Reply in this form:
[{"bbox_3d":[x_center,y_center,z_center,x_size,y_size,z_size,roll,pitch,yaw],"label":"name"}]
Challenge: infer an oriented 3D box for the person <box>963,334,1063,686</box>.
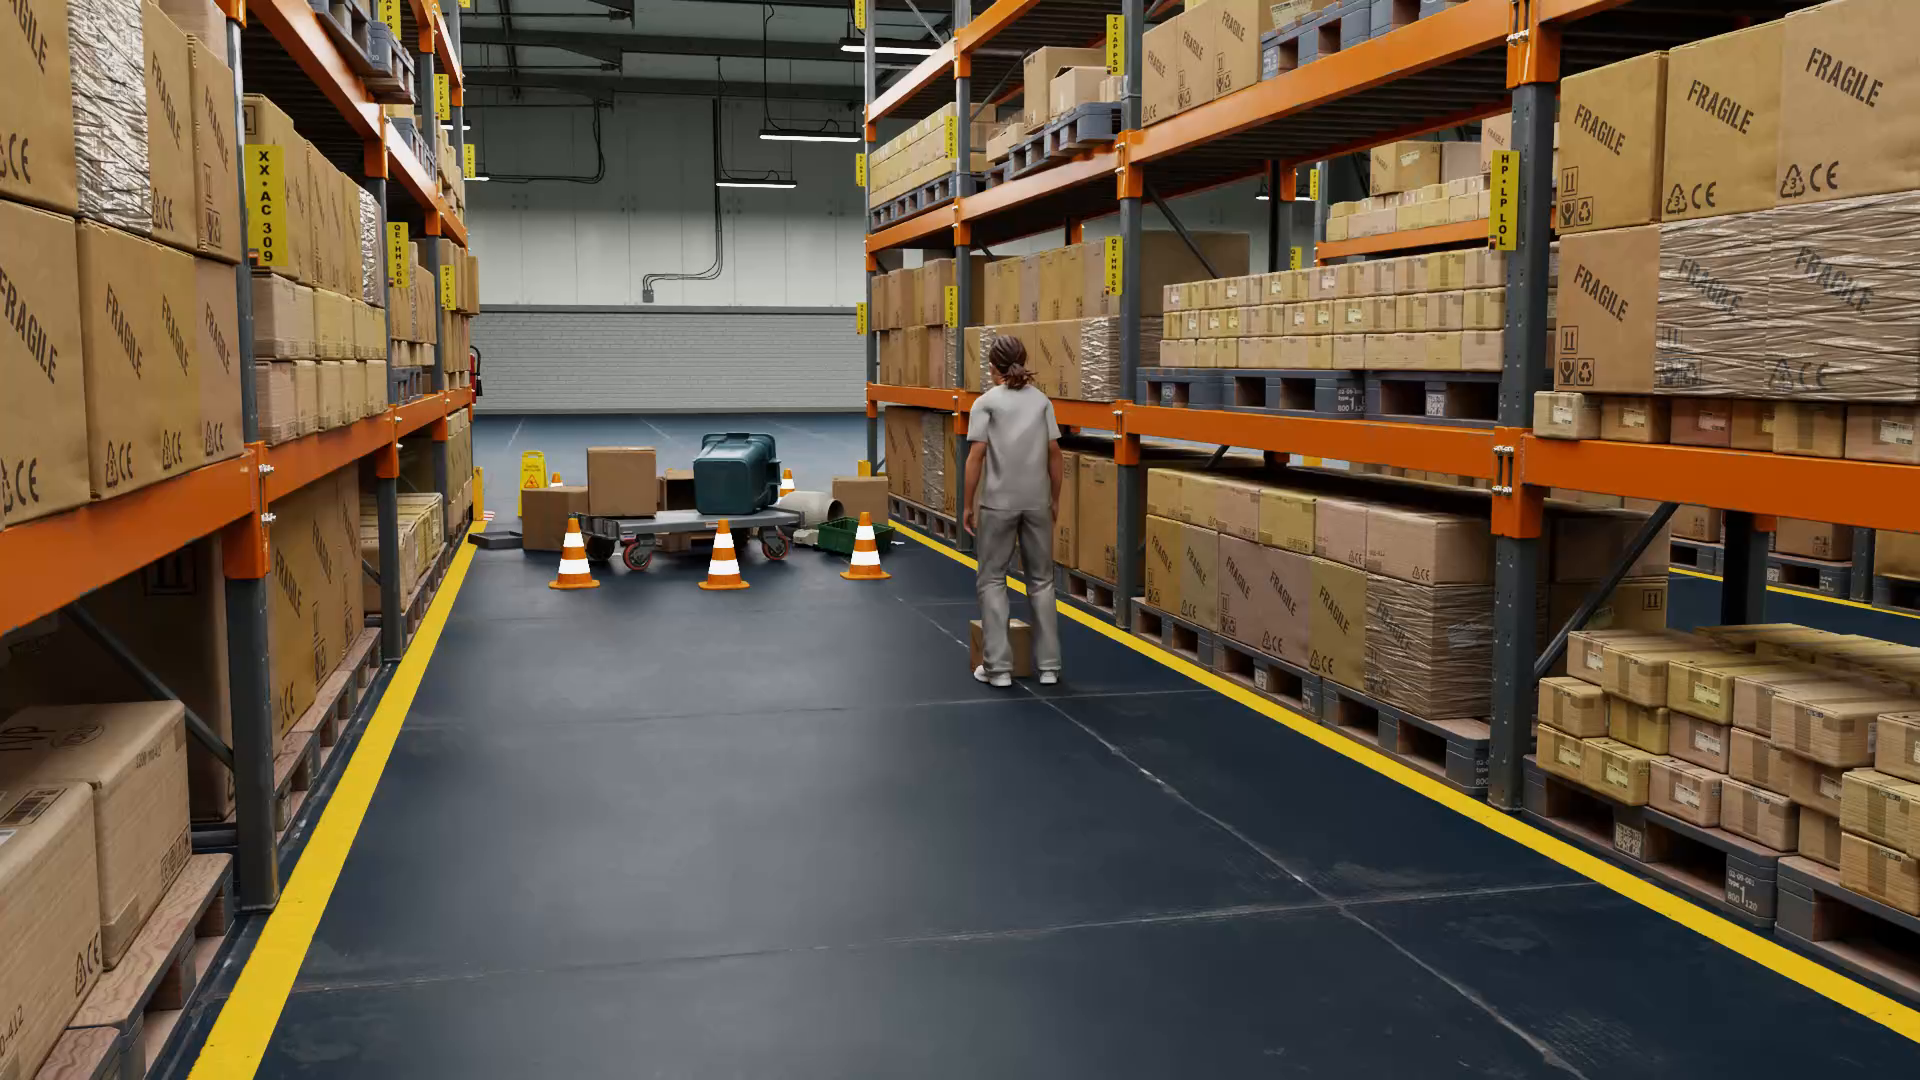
[{"bbox_3d":[0.261,-0.143,7.959,0.513,1.673,0.355,-2,6,-16],"label":"person"}]
